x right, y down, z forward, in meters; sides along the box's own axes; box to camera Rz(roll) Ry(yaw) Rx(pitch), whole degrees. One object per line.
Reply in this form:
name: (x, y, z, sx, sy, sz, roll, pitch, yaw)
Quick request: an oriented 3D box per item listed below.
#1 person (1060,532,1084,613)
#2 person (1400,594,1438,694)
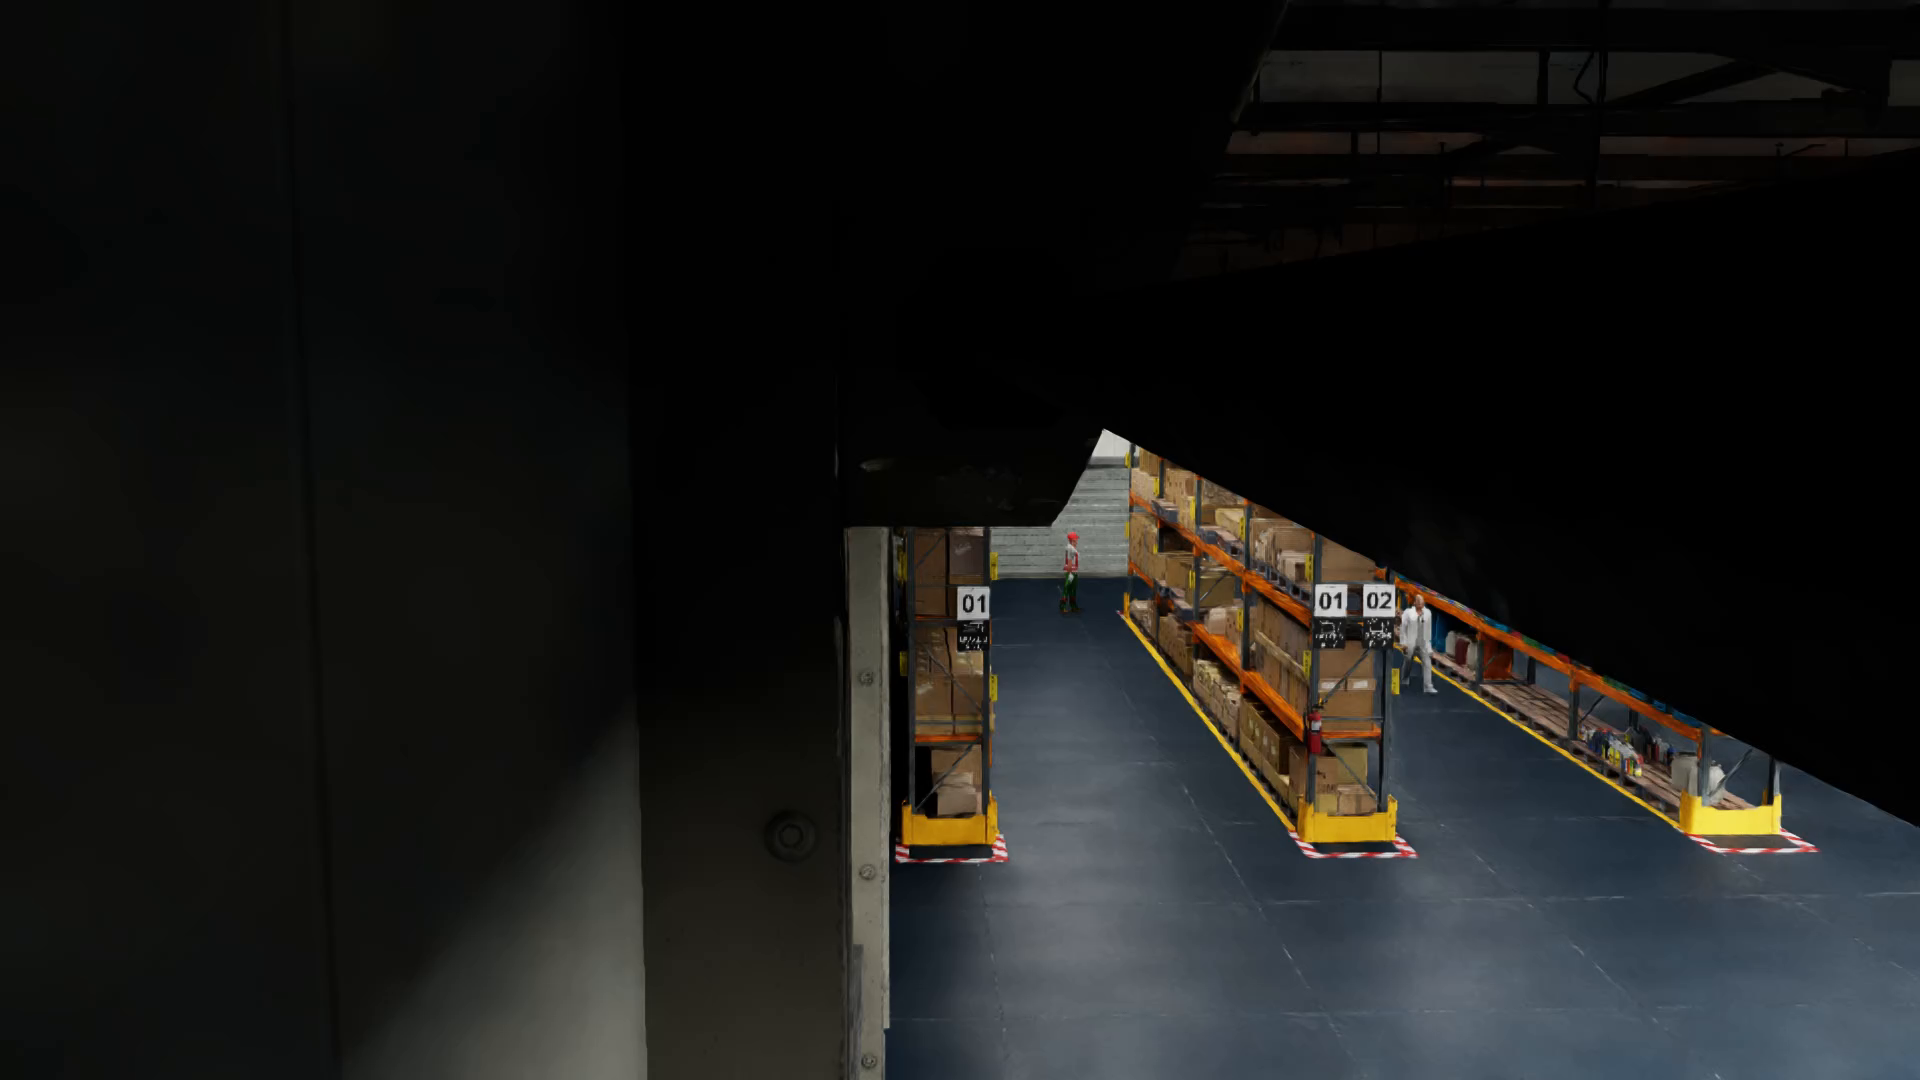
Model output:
person: (2.479, 0.720, 36.874, 0.503, 1.791, 0.650, 1, 7, 8)
person: (7.947, 1.773, 28.913, 0.598, 1.698, 1.194, 0, 7, 0)
